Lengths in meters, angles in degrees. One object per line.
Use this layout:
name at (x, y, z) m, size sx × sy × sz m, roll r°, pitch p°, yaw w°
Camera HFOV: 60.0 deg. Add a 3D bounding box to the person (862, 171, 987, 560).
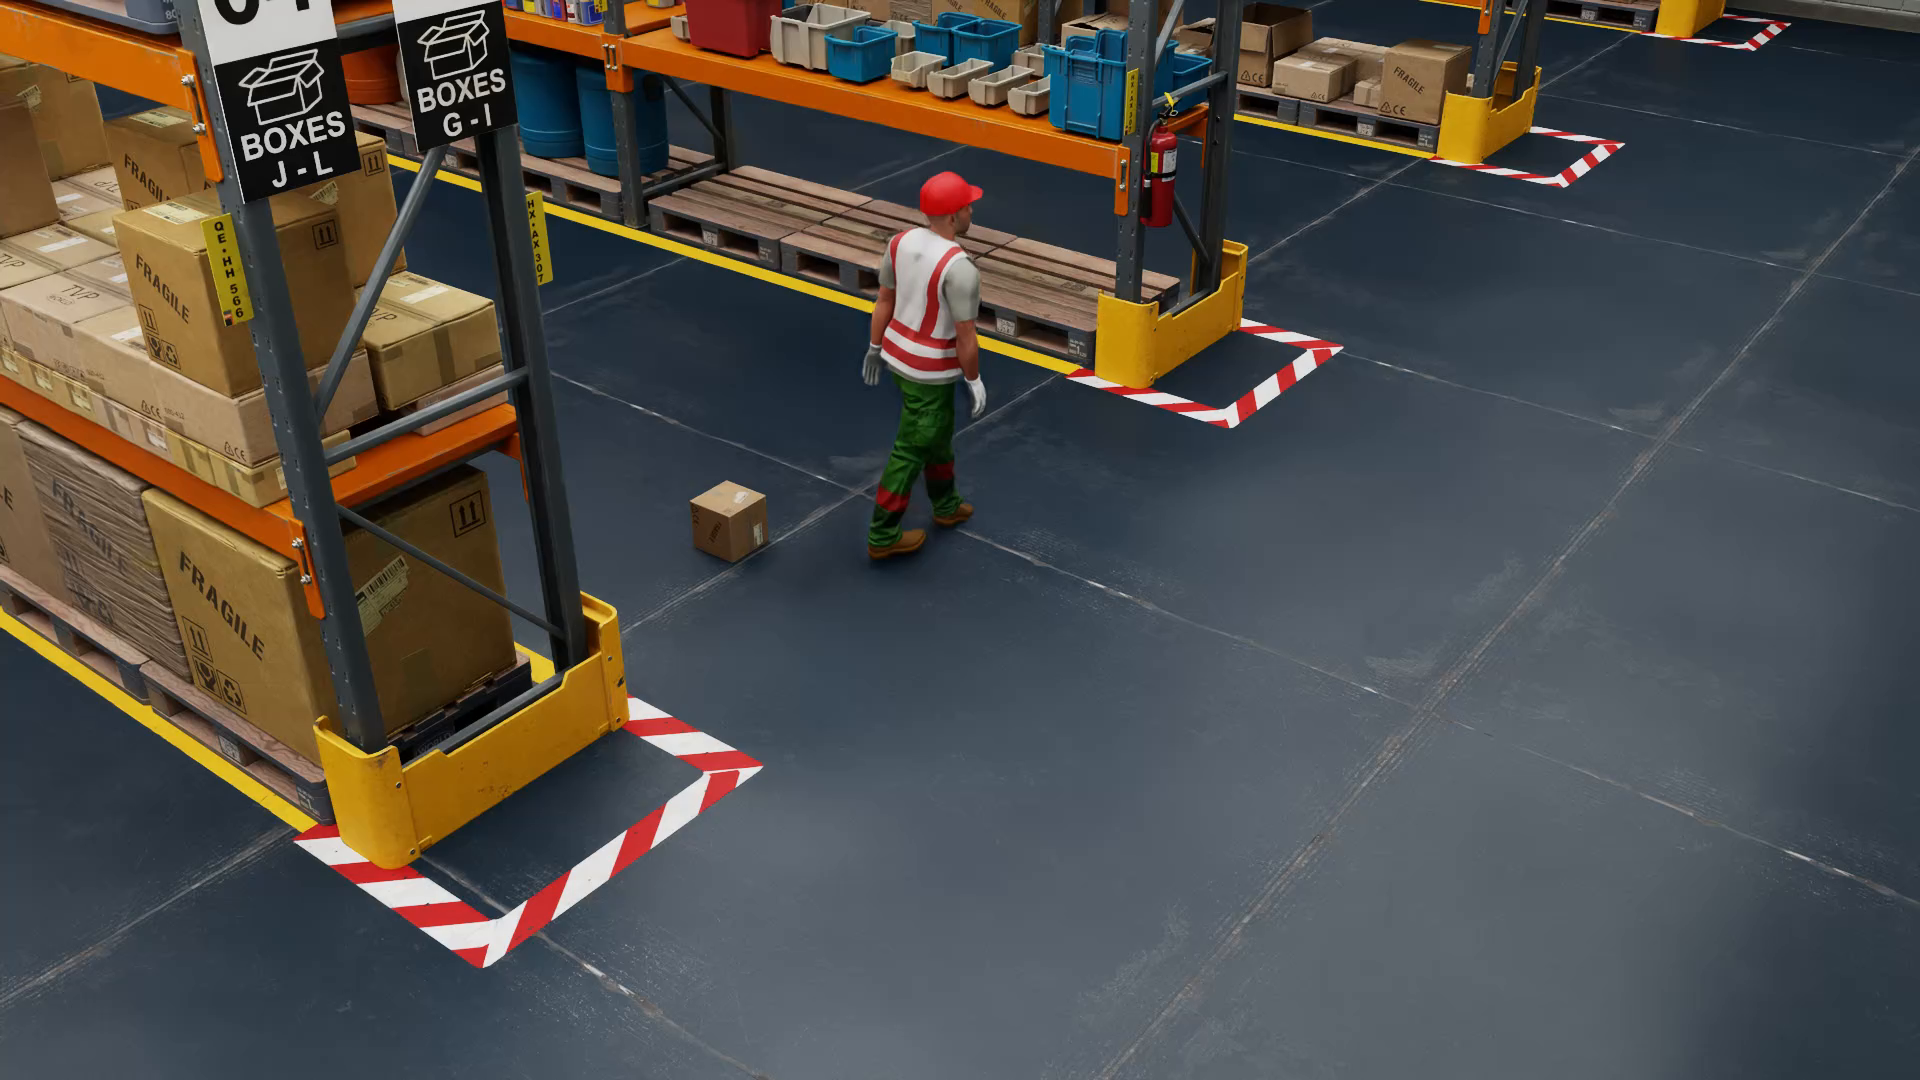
person at (-0.133, -0.744, 7.387) m, size 0.695 × 1.808 × 0.578 m, roll -19°, pitch 35°, yaw -28°
